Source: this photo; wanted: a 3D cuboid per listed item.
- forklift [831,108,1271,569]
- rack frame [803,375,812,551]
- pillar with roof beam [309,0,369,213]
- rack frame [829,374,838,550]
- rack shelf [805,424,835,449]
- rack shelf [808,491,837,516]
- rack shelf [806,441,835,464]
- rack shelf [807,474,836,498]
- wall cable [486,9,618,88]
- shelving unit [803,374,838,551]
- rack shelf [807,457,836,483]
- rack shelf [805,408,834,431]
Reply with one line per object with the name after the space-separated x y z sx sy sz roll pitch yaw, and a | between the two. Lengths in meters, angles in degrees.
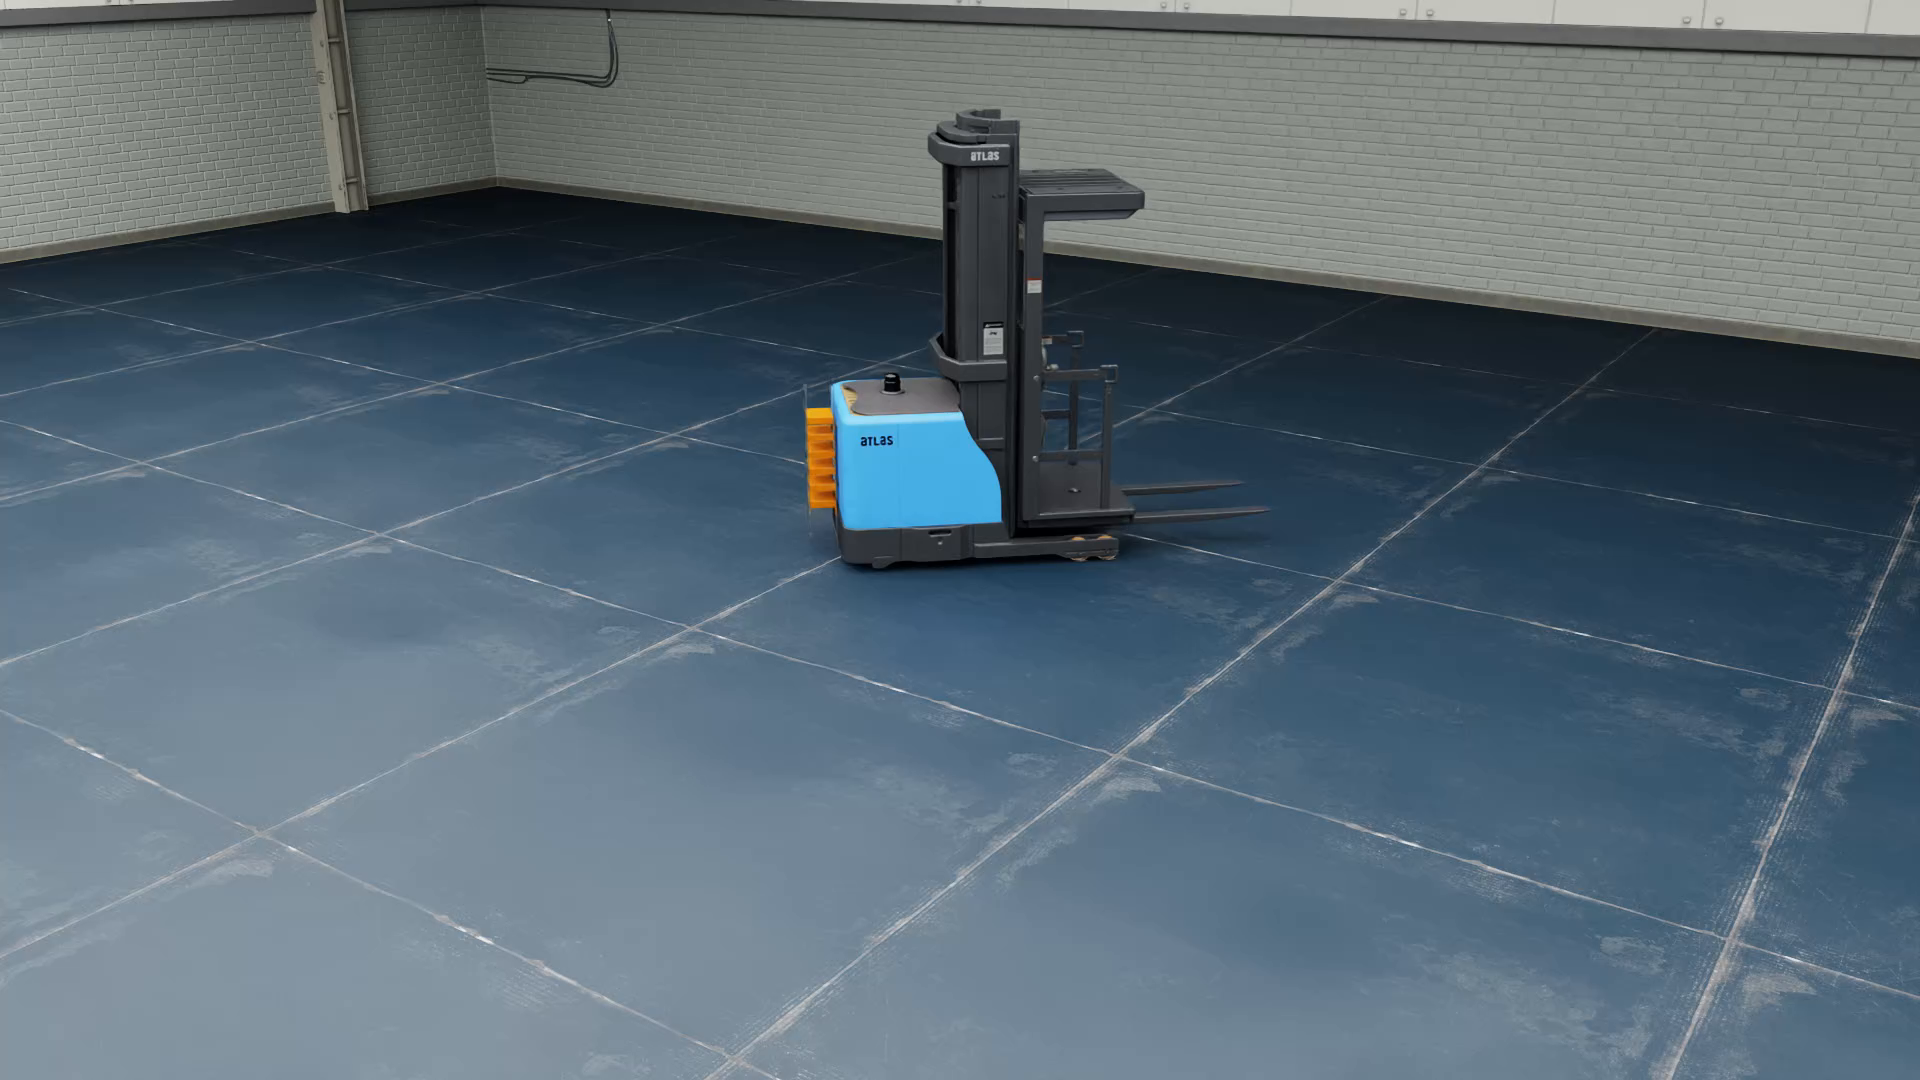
0.643 -1.405 11.338 3.031 2.935 1.130 -3 21 -9 | forklift
-1.052 -0.524 11.453 0.006 1.200 0.240 -3 21 -9 | rack frame
-5.713 -8.405 21.517 9.100 9.000 0.400 13 24 32 | pillar with roof beam
-0.871 -0.535 11.480 0.006 1.200 0.240 -3 21 -9 | rack frame
-0.962 -0.713 11.399 0.180 0.103 0.258 -3 21 -9 | rack shelf
-0.961 -0.263 11.565 0.180 0.103 0.258 -3 21 -9 | rack shelf
-0.962 -0.600 11.440 0.180 0.103 0.258 -3 21 -9 | rack shelf
-0.961 -0.375 11.524 0.180 0.103 0.258 -3 21 -9 | rack shelf
-6.523 -8.376 25.913 3.097 2.526 0.112 13 24 32 | wall cable
-0.962 -0.530 11.467 0.189 1.200 0.258 -3 21 -9 | shelving unit
-0.962 -0.488 11.482 0.180 0.103 0.258 -3 21 -9 | rack shelf
-0.962 -0.825 11.357 0.180 0.103 0.258 -3 21 -9 | rack shelf
